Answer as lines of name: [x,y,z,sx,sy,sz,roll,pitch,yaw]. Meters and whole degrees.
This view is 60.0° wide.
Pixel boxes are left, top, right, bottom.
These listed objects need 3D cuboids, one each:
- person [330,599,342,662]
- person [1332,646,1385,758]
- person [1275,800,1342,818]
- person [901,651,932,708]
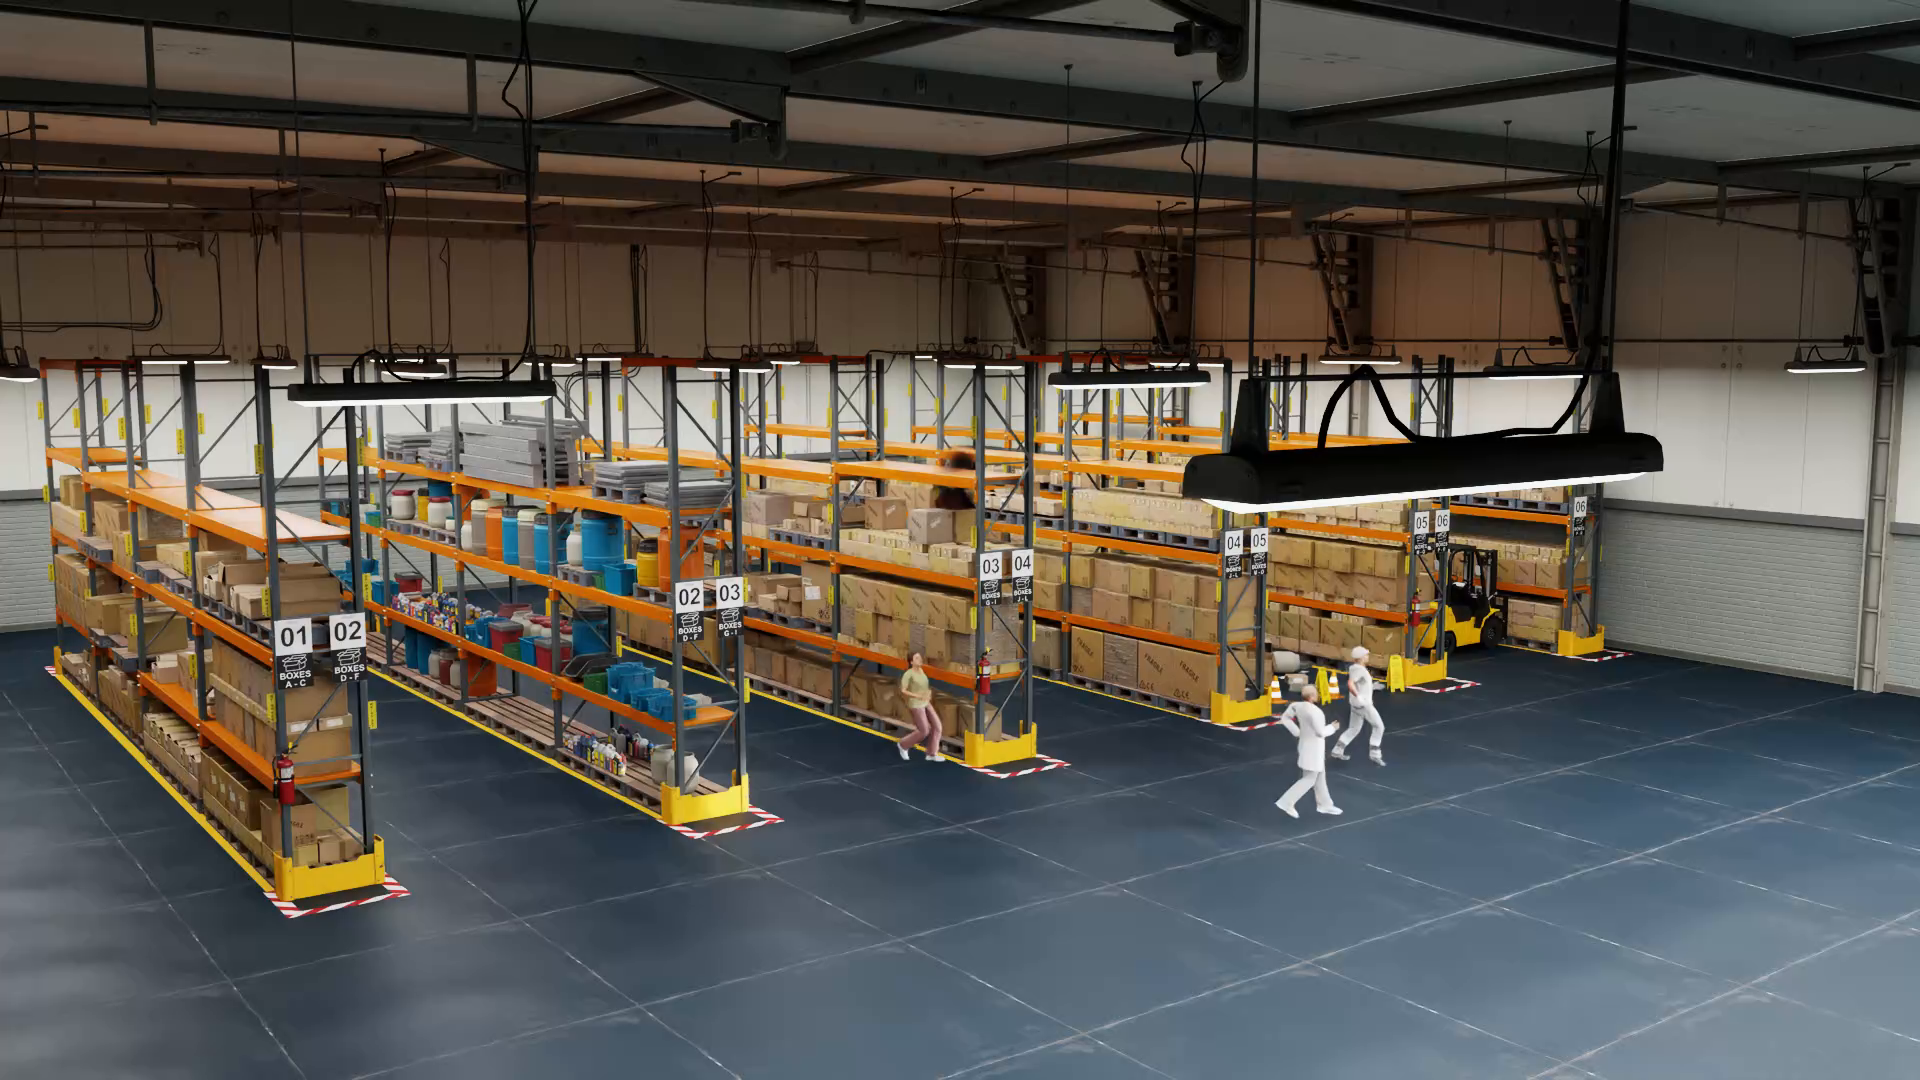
person: [-11.239,1.835,29.969,0.642,1.692,0.640,-6,9,-39]
person: [5.965,2.411,24.762,0.773,1.661,0.669,0,7,-3]
person: [4.622,2.944,21.941,1.006,1.453,0.227,-2,7,-13]
person: [-0.584,2.005,23.982,0.461,0.811,0.597,5,8,33]
